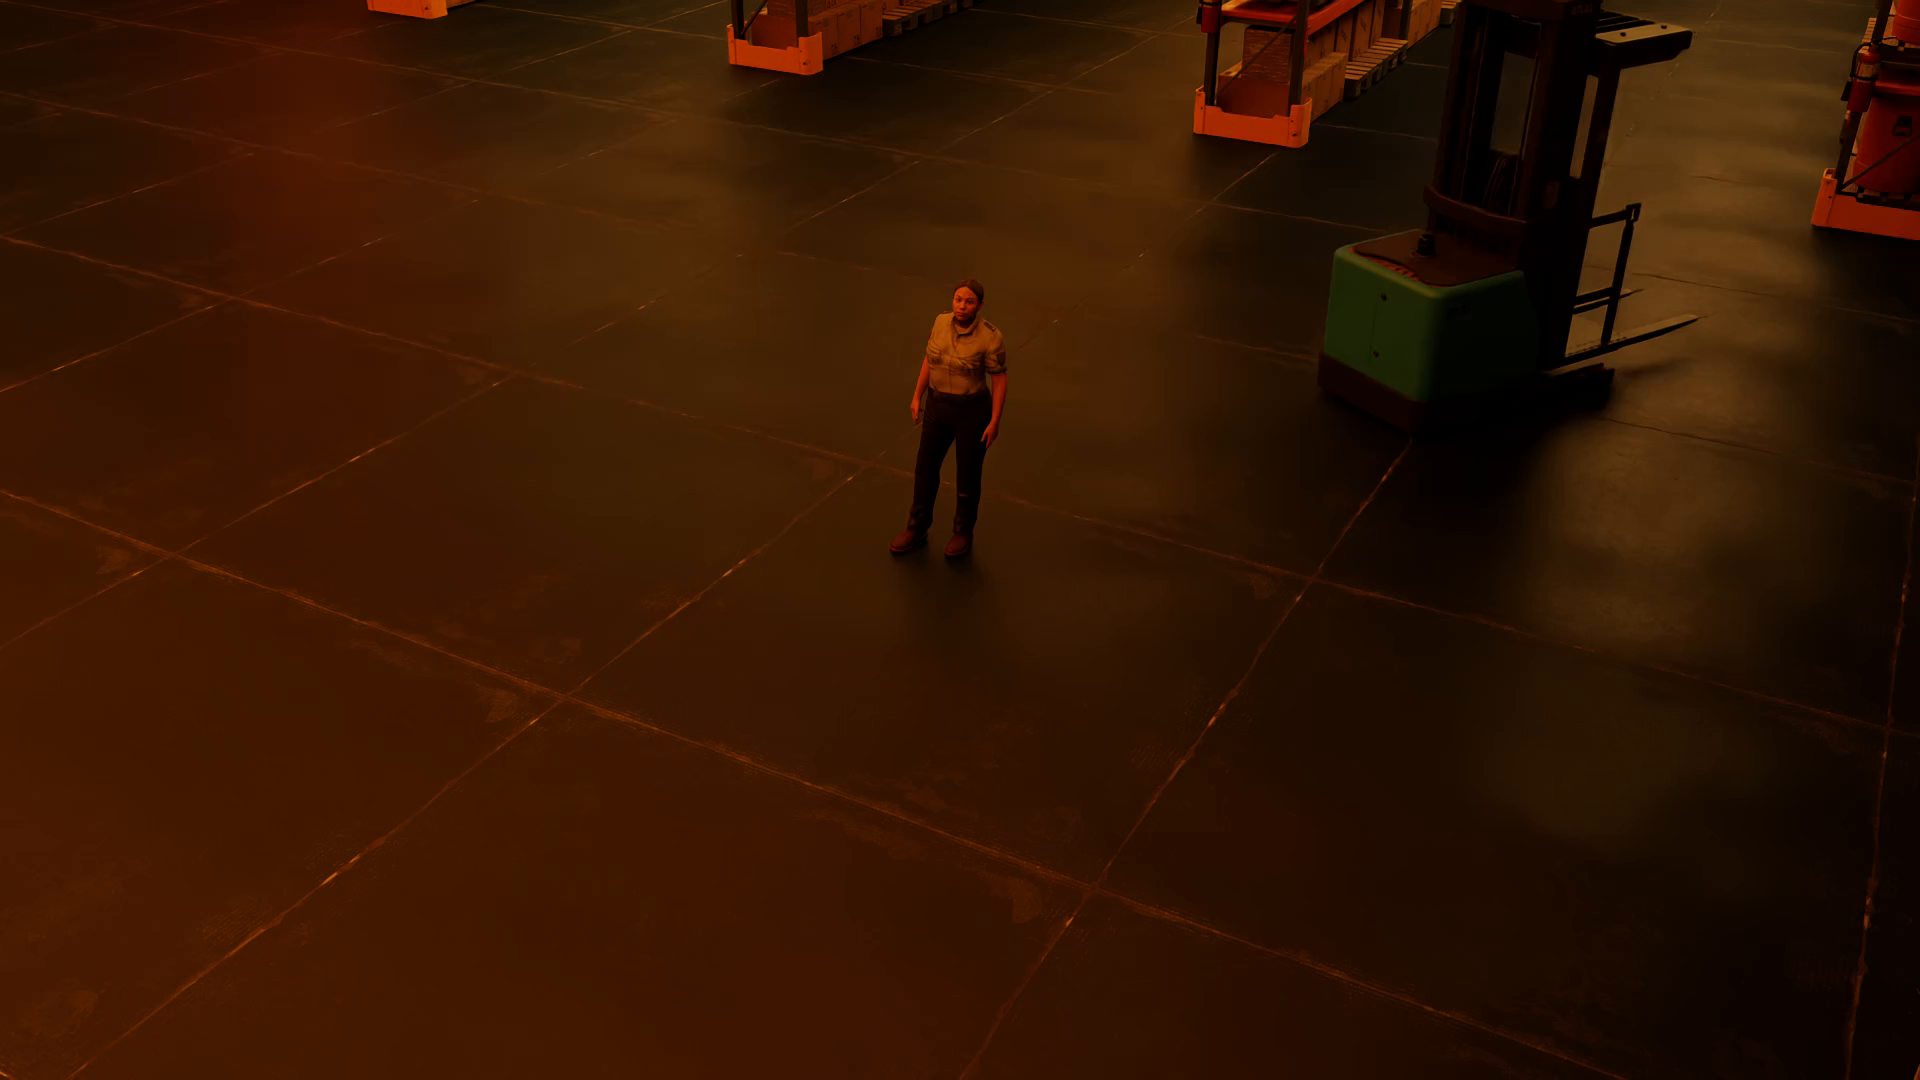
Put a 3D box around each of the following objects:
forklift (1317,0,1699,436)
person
[{"bbox_3d":[4.062,-2.500,11.402,3.031,2.935,1.130,-17,34,-26],"label":"forklift"},{"bbox_3d":[-0.064,-0.686,9.529,0.598,1.651,0.502,15,33,25],"label":"person"}]
